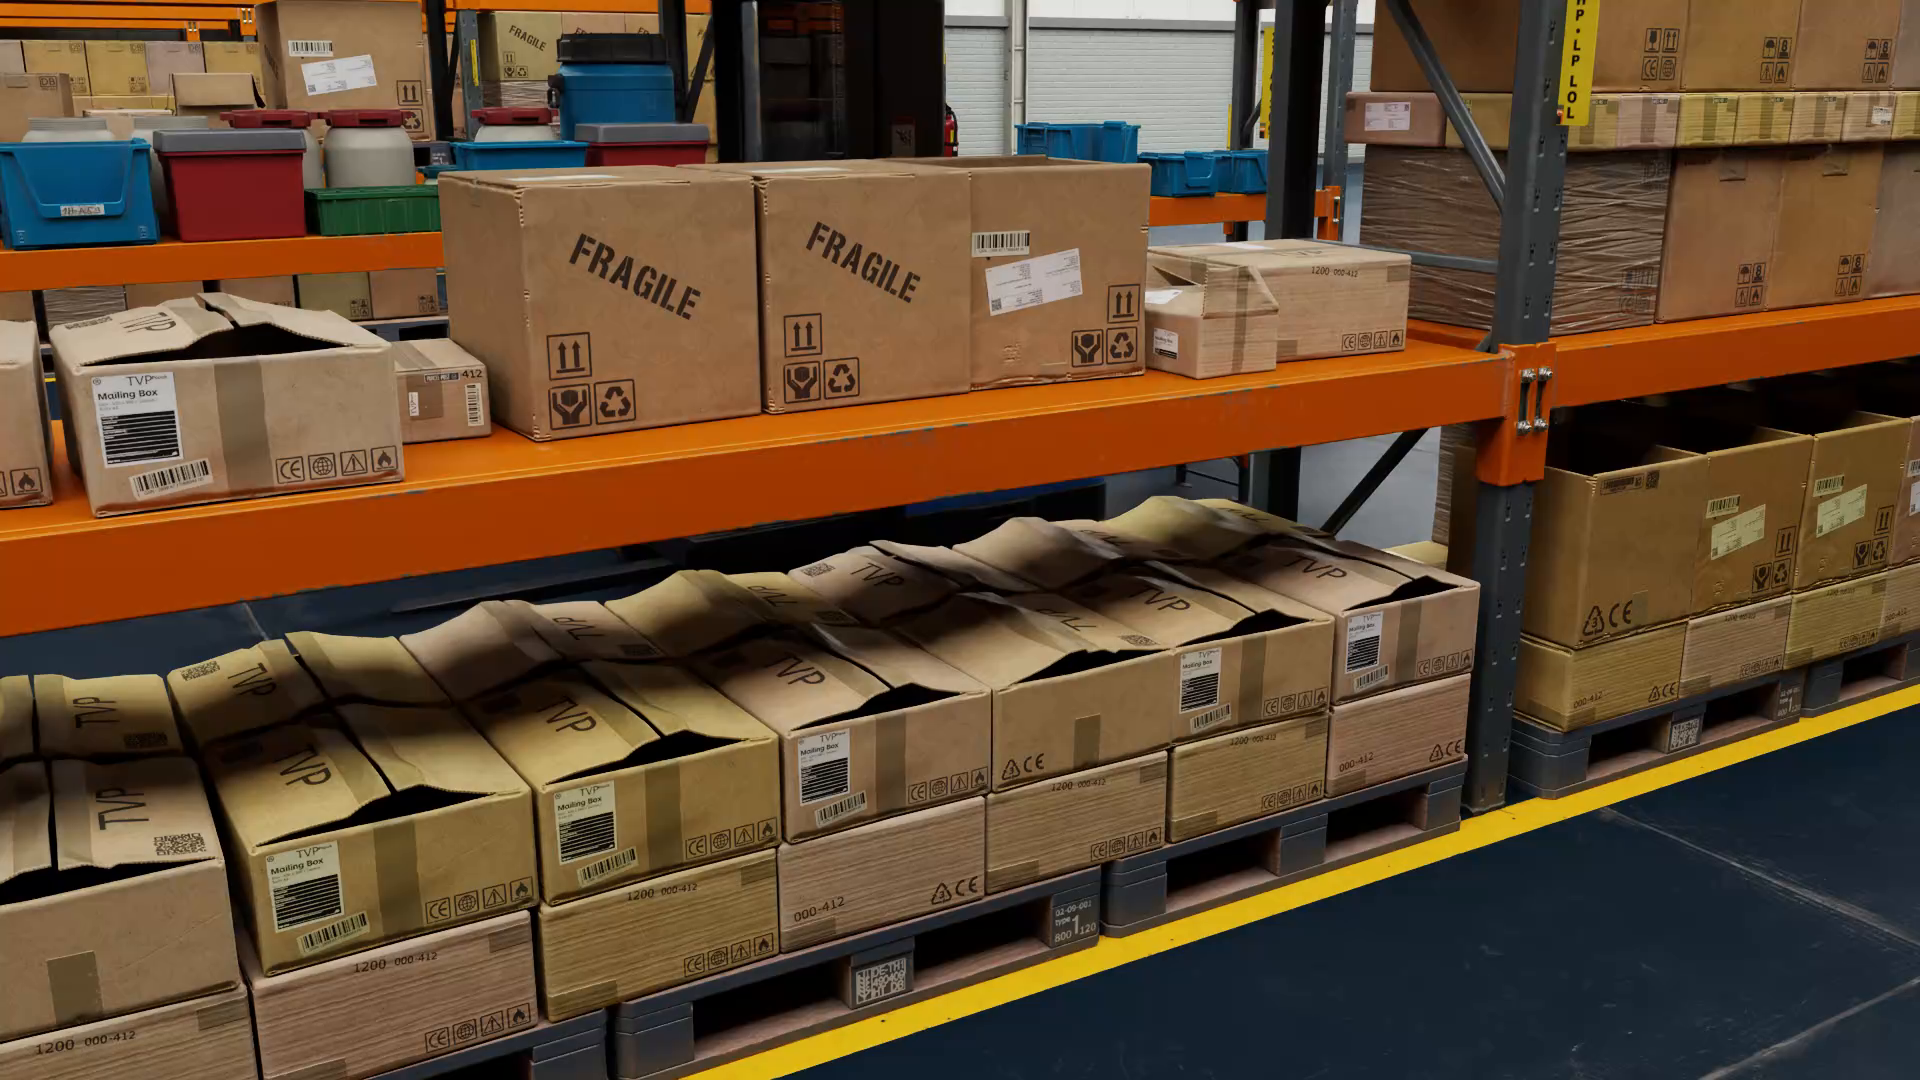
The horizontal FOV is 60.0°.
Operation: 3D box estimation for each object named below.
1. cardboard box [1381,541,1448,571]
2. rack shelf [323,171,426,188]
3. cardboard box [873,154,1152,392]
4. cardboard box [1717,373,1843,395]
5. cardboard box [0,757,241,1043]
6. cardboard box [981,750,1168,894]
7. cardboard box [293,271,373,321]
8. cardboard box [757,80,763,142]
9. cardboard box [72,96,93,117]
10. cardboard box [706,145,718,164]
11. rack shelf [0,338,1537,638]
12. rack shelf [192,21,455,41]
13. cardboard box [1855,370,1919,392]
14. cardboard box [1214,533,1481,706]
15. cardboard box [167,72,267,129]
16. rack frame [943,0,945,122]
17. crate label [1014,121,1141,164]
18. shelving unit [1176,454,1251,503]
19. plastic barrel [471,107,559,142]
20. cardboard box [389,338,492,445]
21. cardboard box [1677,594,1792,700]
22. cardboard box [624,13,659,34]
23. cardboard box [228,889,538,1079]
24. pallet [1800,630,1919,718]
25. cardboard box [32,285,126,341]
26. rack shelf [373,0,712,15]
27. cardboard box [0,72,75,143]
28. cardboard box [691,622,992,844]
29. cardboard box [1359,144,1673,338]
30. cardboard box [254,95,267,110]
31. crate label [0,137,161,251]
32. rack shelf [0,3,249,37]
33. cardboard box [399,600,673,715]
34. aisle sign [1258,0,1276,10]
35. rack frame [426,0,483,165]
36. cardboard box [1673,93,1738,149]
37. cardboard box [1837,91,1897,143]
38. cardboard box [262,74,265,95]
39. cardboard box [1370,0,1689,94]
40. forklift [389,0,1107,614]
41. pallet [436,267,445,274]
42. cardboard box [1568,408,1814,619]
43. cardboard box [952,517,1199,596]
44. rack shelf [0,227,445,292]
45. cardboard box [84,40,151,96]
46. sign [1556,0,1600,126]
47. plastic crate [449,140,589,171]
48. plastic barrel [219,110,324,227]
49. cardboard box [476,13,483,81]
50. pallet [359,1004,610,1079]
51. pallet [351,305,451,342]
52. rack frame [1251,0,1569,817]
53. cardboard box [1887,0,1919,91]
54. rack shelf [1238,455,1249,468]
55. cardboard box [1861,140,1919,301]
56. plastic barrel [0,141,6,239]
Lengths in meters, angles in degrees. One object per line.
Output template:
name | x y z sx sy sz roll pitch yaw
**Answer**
cardboard box | 1.518 0.212 5.411 0.500 0.250 0.500 -9 18 -30
rack shelf | -5.580 -2.462 11.970 4.000 0.370 1.077 -9 18 -30
cardboard box | 0.115 -0.666 4.044 0.500 0.500 0.500 -8 17 -26
cardboard box | 2.800 -0.359 6.059 0.500 0.500 0.500 -9 18 -30
cardboard box | -1.596 0.609 2.959 0.500 0.311 0.500 -9 18 -28
cardboard box | 0.154 0.593 4.052 0.500 0.250 0.500 -9 18 -28
cardboard box | -4.822 -1.953 12.635 0.500 0.500 0.700 -9 18 -30
cardboard box | -1.740 -3.607 13.985 0.500 0.500 0.875 -9 18 -30
cardboard box | -8.372 -3.882 15.515 0.500 0.500 0.500 -9 18 -30
cardboard box | -2.057 -3.183 13.673 0.250 0.149 0.380 -9 18 -30
rack shelf | -0.482 -0.170 3.791 4.000 0.370 1.077 -9 18 -30
rack shelf | -9.815 -7.904 25.823 4.000 0.370 1.077 -9 18 -30
cardboard box | 3.505 -0.304 5.863 0.500 0.500 0.500 -9 18 -30
cardboard box | 1.033 0.180 4.487 0.500 0.311 0.500 -9 18 -30
cardboard box | -5.304 -3.076 11.858 0.637 0.503 0.797 -7 17 -24
rack frame | -0.437 -3.643 14.848 0.127 3.000 1.000 -9 18 -30
crate label | 0.675 -2.196 9.619 0.616 0.435 0.502 -9 18 -30
shelving unit | 0.826 -0.699 7.820 1.048 1.125 0.538 -10 19 -33
plastic barrel | -2.248 -1.924 8.465 0.433 0.535 0.433 0 16 0
cardboard box | -1.132 -0.308 3.415 0.250 0.149 0.380 -8 17 -26
cardboard box | 2.218 0.265 5.224 0.500 0.250 0.500 -9 18 -30
cardboard box | -2.492 -3.903 13.186 0.500 0.500 0.500 -9 18 -30
cardboard box | -1.165 0.809 3.284 0.500 0.250 0.500 -10 18 -31
pallet | 2.983 0.277 6.031 1.213 0.211 1.003 -9 18 -30
cardboard box | -6.262 -1.717 11.793 0.500 0.500 0.700 -11 19 -34
rack shelf | -4.619 -5.624 17.692 4.000 0.370 1.077 -9 18 -30
cardboard box | -6.425 -2.966 11.471 0.500 0.500 0.700 -6 17 -22
cardboard box | -0.271 0.392 3.733 0.500 0.311 0.500 -9 18 -30
cardboard box | 1.610 -0.906 4.898 0.500 0.500 0.700 -10 18 -31
cardboard box | -7.076 -4.092 16.265 0.500 0.500 0.500 -9 18 -30
crate label | -3.753 -1.477 7.057 0.616 0.435 0.502 -9 18 -30
rack shelf | -10.684 -6.200 19.744 4.000 0.370 1.077 -9 18 -30
cardboard box | -0.998 0.340 3.915 0.500 0.311 0.500 -9 18 -30
aisle sign | 2.025 -3.826 10.687 0.004 0.787 0.394 -9 18 -30
rack frame | -3.866 -3.087 12.864 0.127 3.000 1.000 -9 18 -30
cardboard box | 1.998 -1.219 4.812 0.250 0.149 0.380 -10 18 -31
cardboard box | 2.665 -1.327 5.201 0.250 0.149 0.380 -10 18 -31
cardboard box | -6.756 -4.708 16.609 0.500 0.500 0.700 -10 18 -31
cardboard box | 1.610 -1.530 4.723 0.500 0.500 0.700 -9 18 -29
forklift | -0.874 -1.252 6.445 3.031 2.935 1.130 -10 19 -33
pallet | -5.641 -2.993 17.697 1.213 0.211 1.003 -9 18 -30
cardboard box | 2.216 -0.097 5.125 0.500 0.500 0.500 -9 18 -30
cardboard box | 0.318 0.126 4.682 0.500 0.311 0.500 -9 18 -30
rack shelf | -3.029 -1.316 7.882 4.000 0.370 1.077 -9 18 -30
cardboard box | -8.063 -4.496 15.853 0.500 0.500 0.700 -9 18 -30
sign | 1.521 -1.190 4.097 0.005 0.325 0.100 -9 18 -30
plastic crate | -2.100 -1.708 7.975 0.575 0.384 0.392 -9 18 -30
plastic barrel | -3.248 -1.762 7.886 0.433 0.535 0.433 0 16 0
cardboard box | -3.622 -3.886 13.126 0.500 0.500 0.500 -9 18 -30
pallet | -1.470 0.999 3.455 1.213 0.211 1.003 -9 18 -30
pallet | -4.532 -1.636 12.853 1.213 0.211 1.003 -9 18 -30
rack frame | 1.233 -0.794 4.686 0.127 3.000 1.000 -9 18 -30
cardboard box | 2.900 -1.740 5.469 0.500 0.500 0.700 -9 18 -30
rack shelf | 0.826 -0.464 7.886 1.000 0.278 0.538 -10 19 -33
cardboard box | 2.929 -1.121 5.665 0.500 0.500 0.700 -9 18 -28
plastic barrel | -4.502 -1.585 7.255 0.708 0.536 0.600 -9 18 -30
